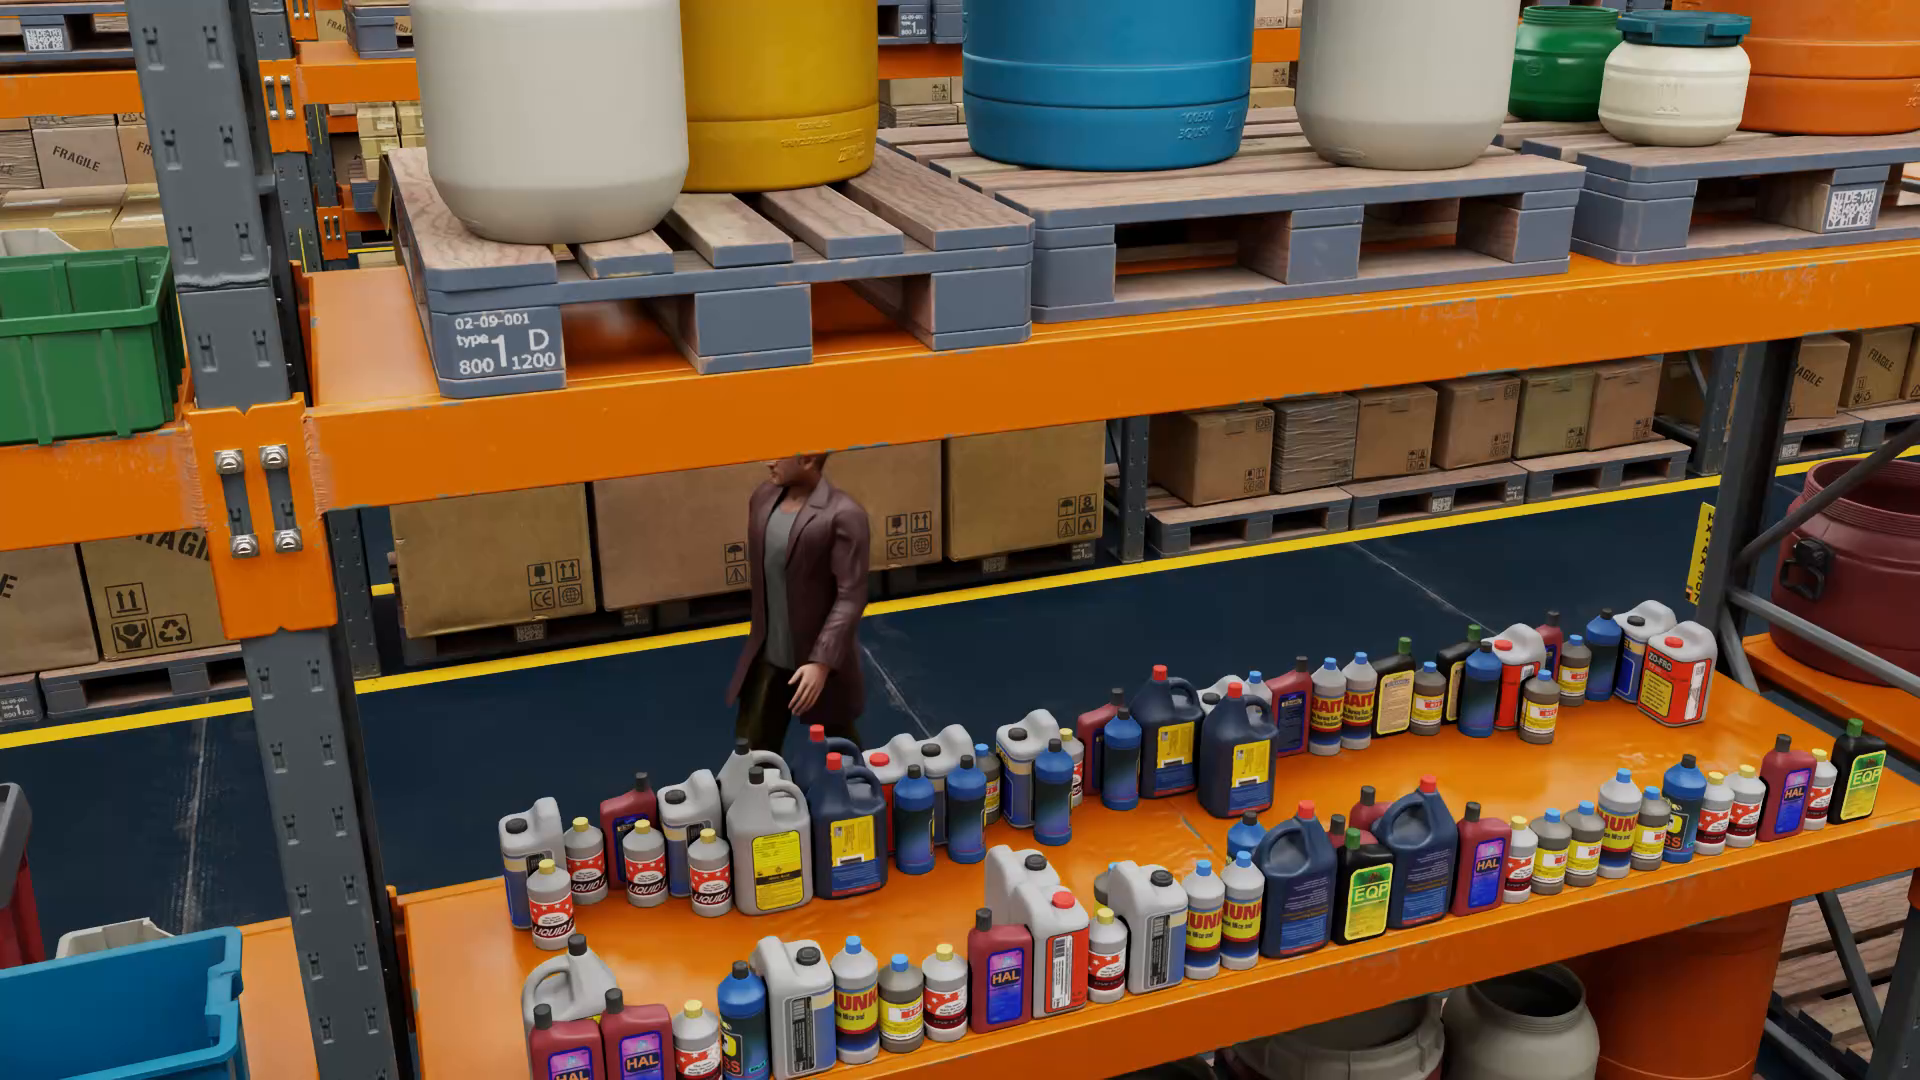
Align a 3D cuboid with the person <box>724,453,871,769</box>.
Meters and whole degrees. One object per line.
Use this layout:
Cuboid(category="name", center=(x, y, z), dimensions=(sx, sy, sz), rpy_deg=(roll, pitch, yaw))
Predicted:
Cuboid(category="person", center=(-0.621, 0.490, 6.020), dimensions=(0.606, 1.668, 0.899), rpy_deg=(12, 25, 27))
